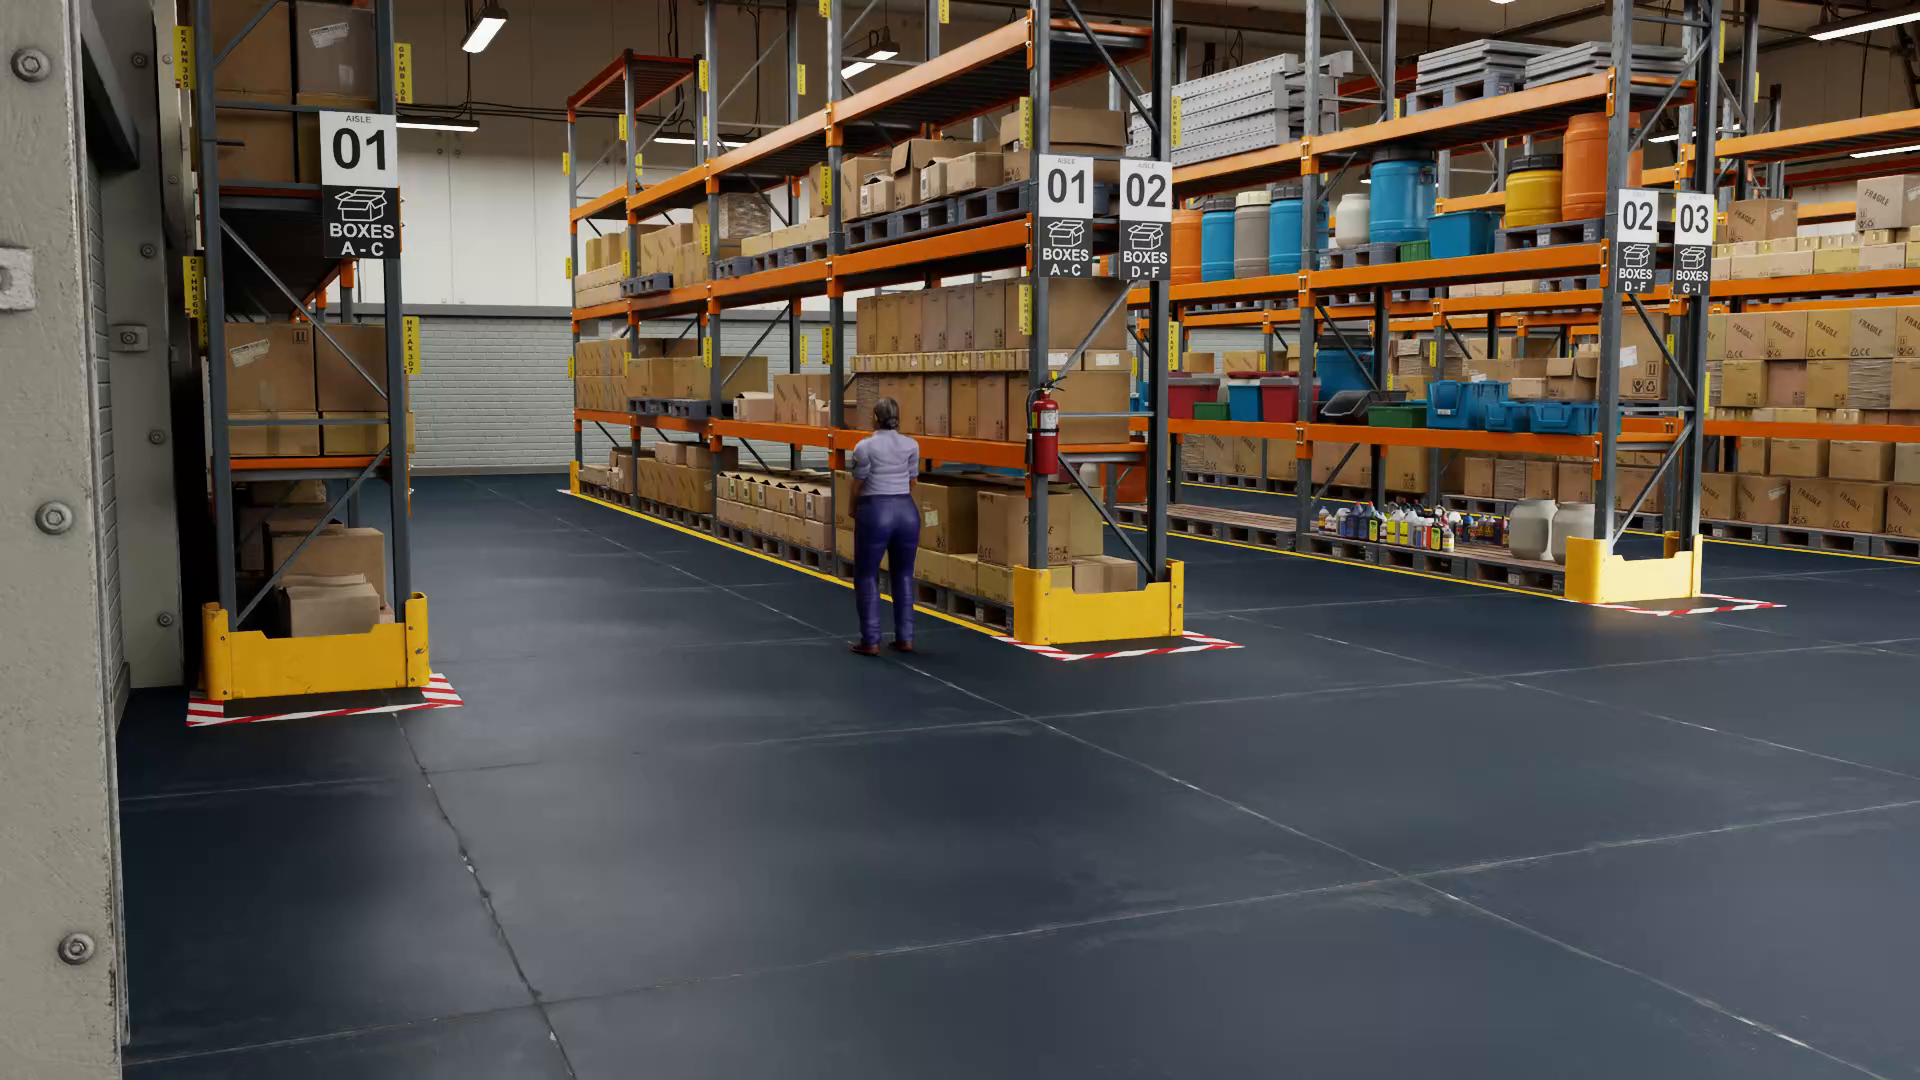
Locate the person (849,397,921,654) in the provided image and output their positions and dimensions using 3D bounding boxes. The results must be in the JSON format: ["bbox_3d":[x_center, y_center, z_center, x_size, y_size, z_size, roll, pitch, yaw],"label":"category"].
[{"bbox_3d":[-0.504,-0.098,10.669,0.453,1.636,0.524,-2,6,-23],"label":"person"}]
